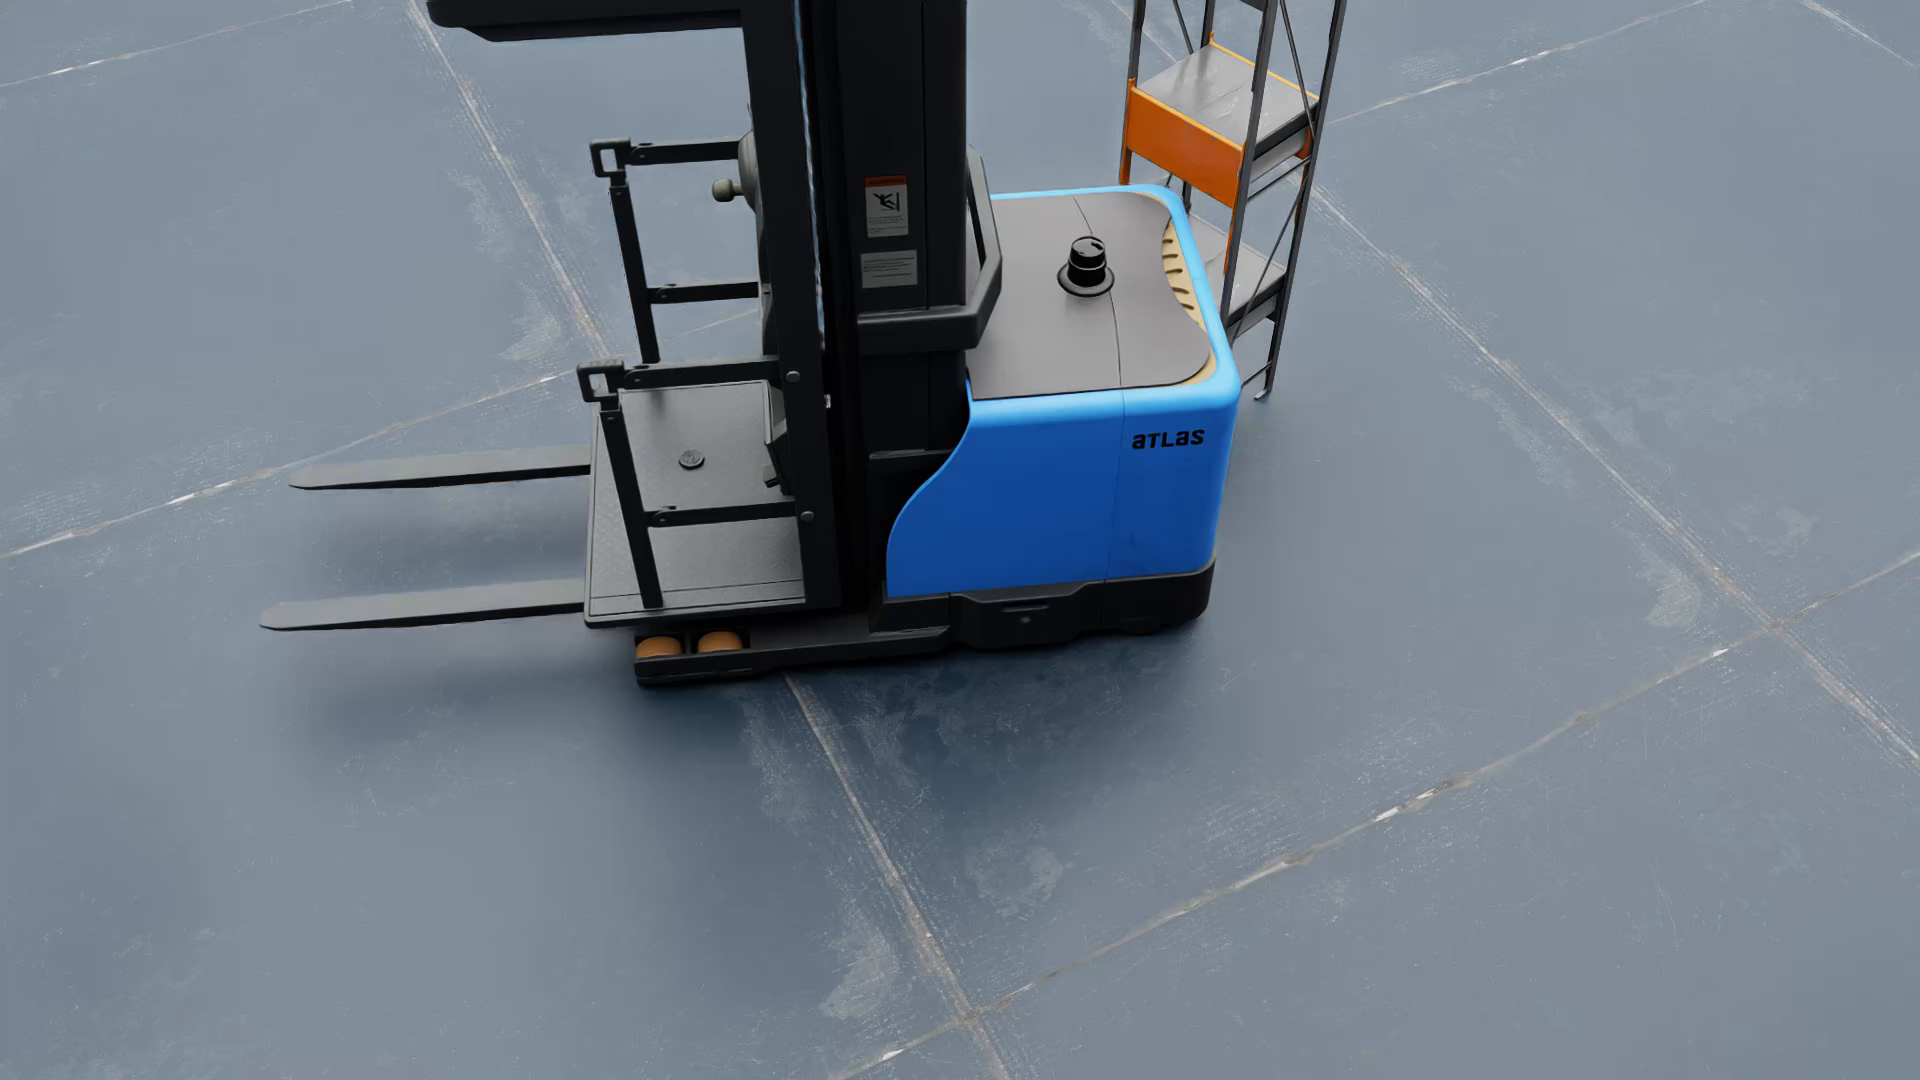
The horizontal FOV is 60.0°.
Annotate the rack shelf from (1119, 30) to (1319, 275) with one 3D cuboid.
[{"bbox_3d":[0.854,-1.281,5.493,0.431,0.518,0.480,-36,58,-27],"label":"rack shelf"}]

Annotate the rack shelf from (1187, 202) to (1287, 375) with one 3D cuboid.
[{"bbox_3d":[0.854,-0.820,6.020,0.431,0.518,0.480,-36,58,-27],"label":"rack shelf"}]

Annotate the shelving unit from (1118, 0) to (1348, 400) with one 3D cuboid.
[{"bbox_3d":[0.854,-1.289,5.483,0.431,2.100,0.503,-36,58,-27],"label":"shelving unit"}]

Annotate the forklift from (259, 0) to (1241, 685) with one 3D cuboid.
[{"bbox_3d":[-0.732,-0.924,4.611,3.031,2.935,1.130,-5,49,-4],"label":"forklift"}]

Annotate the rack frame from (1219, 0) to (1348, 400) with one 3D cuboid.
[{"bbox_3d":[1.024,-1.157,5.367,0.400,2.100,0.015,-36,58,-27],"label":"rack frame"}]

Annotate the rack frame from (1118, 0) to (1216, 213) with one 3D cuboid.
[{"bbox_3d":[0.685,-1.422,5.598,0.400,2.100,0.015,-36,58,-27],"label":"rack frame"}]

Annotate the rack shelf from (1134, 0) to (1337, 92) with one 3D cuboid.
[{"bbox_3d":[0.854,-1.741,4.966,0.431,0.518,0.480,-36,58,-27],"label":"rack shelf"}]
